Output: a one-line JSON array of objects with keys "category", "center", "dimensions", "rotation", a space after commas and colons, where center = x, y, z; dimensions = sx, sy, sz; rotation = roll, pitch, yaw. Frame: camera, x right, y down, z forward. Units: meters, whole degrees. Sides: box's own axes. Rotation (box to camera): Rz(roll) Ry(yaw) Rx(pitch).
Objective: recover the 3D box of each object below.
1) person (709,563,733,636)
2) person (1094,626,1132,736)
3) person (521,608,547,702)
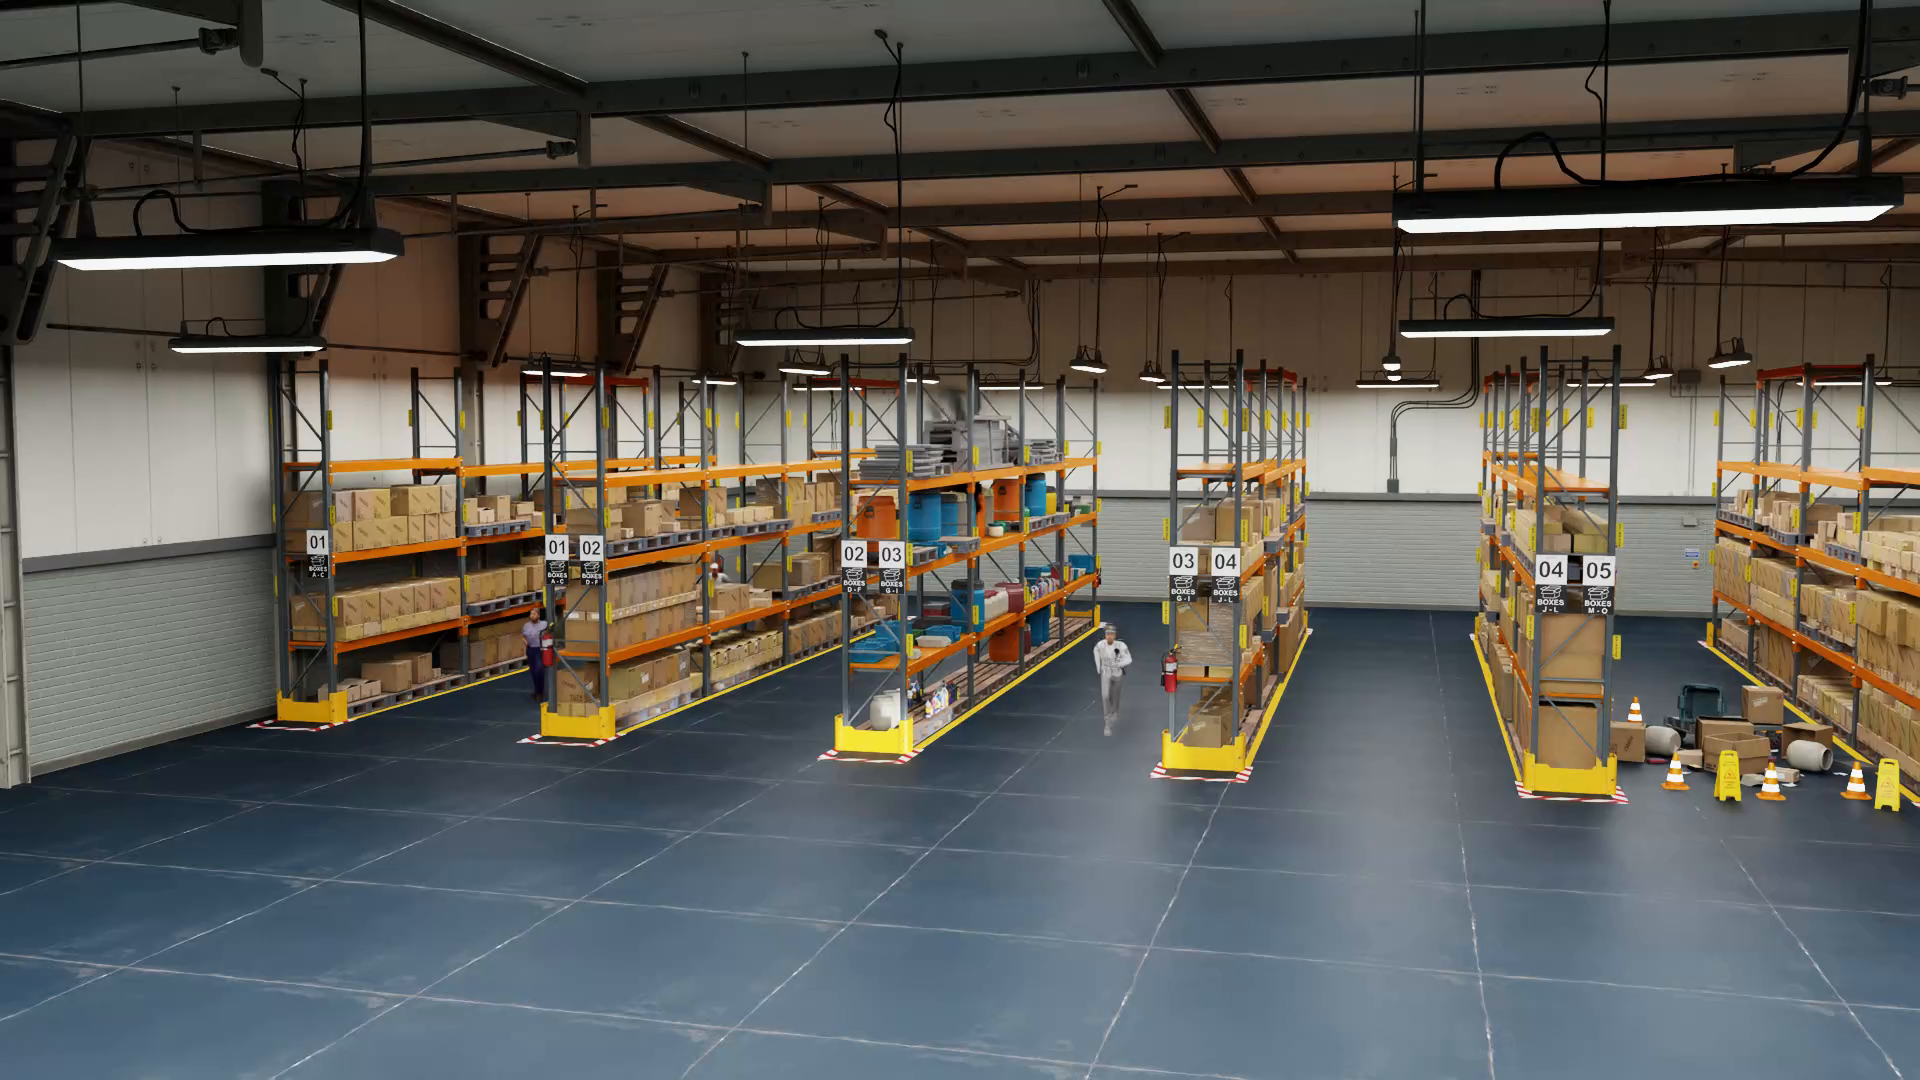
[{"category": "person", "center": [-5.628, 1.379, 38.783], "dimensions": [0.655, 1.711, 0.801], "rotation": [1, 4, 17]}, {"category": "person", "center": [2.402, 2.163, 26.165], "dimensions": [0.614, 1.703, 0.958], "rotation": [1, 4, 9]}, {"category": "person", "center": [-7.584, 2.057, 29.823], "dimensions": [0.555, 1.697, 0.760], "rotation": [1, 4, 9]}]
